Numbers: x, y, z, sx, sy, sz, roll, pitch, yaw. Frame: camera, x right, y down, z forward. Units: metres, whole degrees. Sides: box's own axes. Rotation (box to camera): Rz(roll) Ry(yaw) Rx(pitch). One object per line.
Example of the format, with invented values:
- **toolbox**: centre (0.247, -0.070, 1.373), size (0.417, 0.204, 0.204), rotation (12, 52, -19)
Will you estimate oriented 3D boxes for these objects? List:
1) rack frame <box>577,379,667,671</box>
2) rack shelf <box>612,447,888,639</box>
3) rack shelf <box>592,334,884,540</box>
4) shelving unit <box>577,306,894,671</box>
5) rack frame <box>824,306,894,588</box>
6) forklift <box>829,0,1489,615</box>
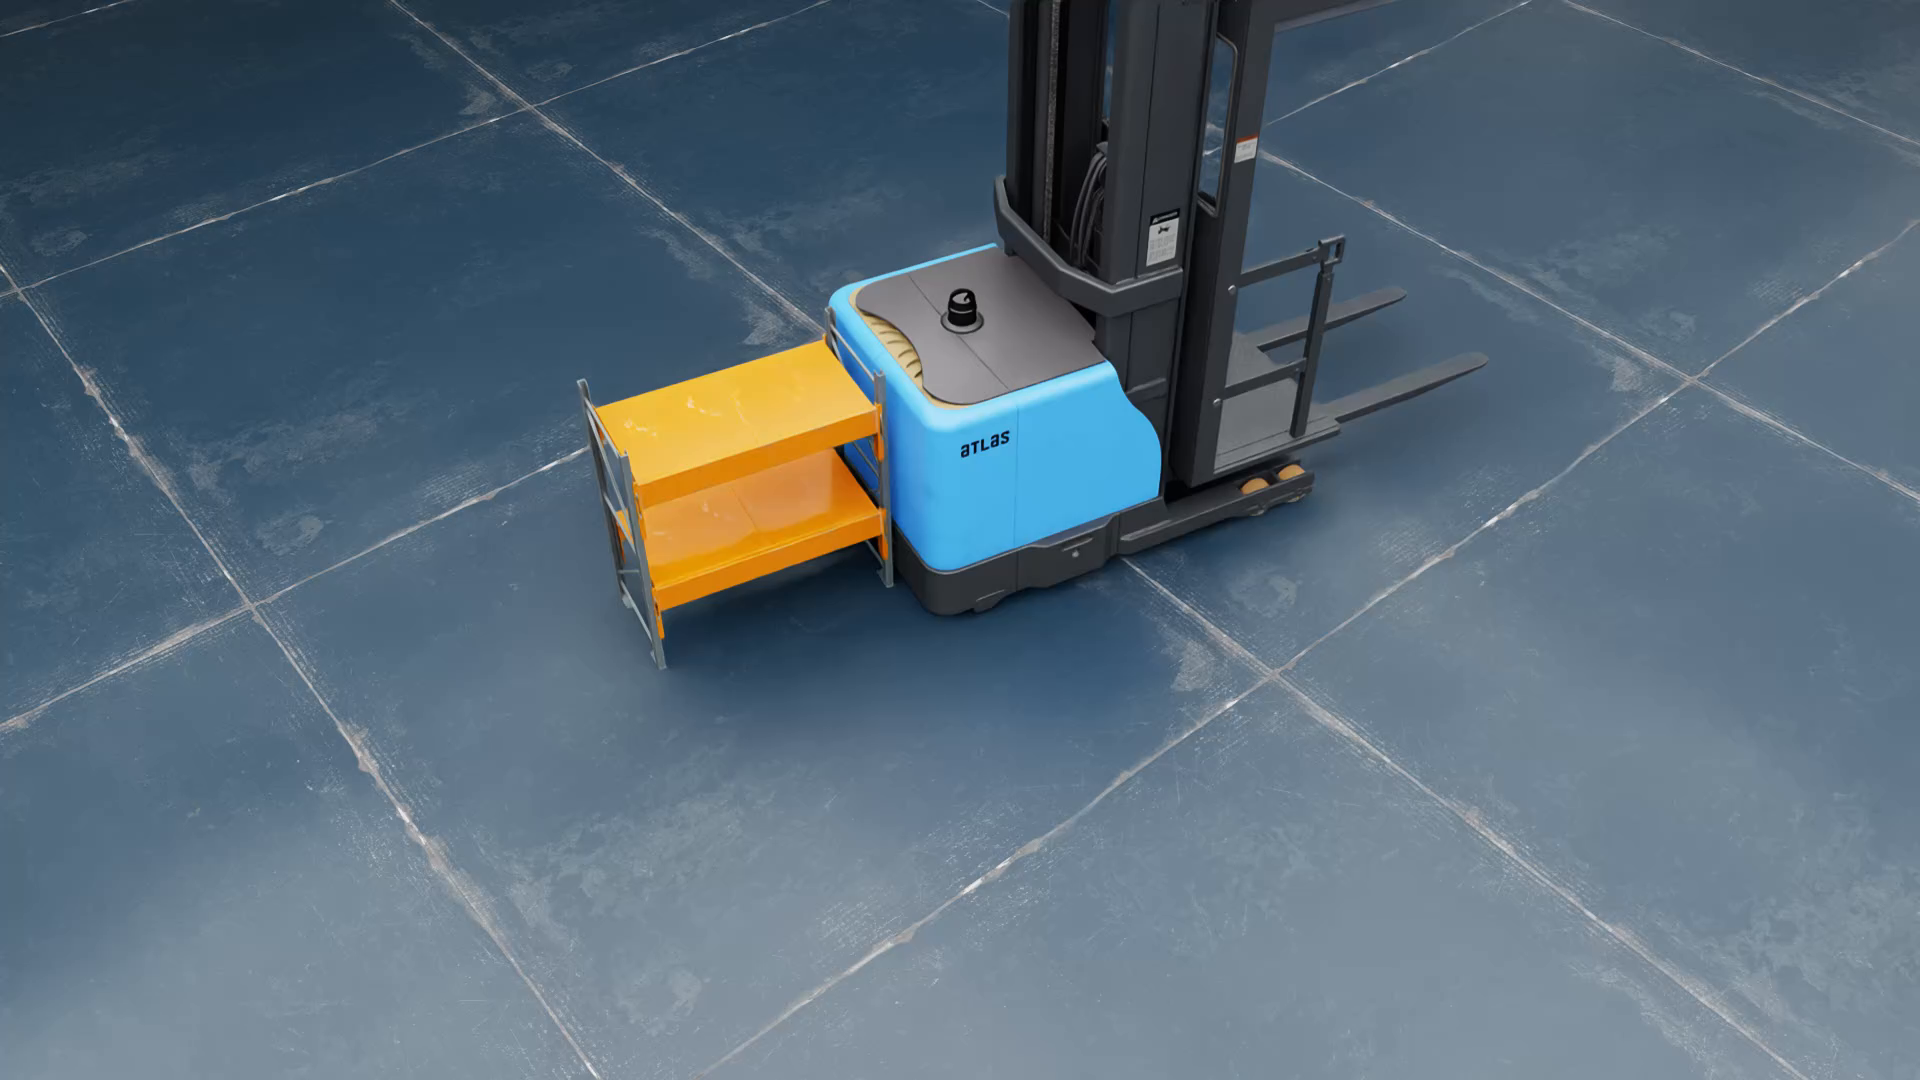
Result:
- **rack frame**: centre (-1.310, -0.041, 6.471), size (0.032, 1.125, 0.500), rotation (-20, 47, -20)
- **rack shelf**: centre (-0.860, -0.023, 6.810), size (1.000, 0.278, 0.538), rotation (-20, 47, -20)
- **rack shelf**: centre (-0.860, -0.415, 6.442), size (1.000, 0.278, 0.538), rotation (-20, 47, -20)
- **shelving unit**: centre (-0.860, -0.201, 6.643), size (1.048, 1.125, 0.538), rotation (-20, 47, -20)
- **rack frame**: centre (-0.409, -0.362, 6.814), size (0.032, 1.125, 0.500), rotation (-20, 47, -20)
- **forklift**: centre (0.999, -1.479, 6.683), size (3.031, 2.935, 1.130), rotation (-20, 47, -20)
